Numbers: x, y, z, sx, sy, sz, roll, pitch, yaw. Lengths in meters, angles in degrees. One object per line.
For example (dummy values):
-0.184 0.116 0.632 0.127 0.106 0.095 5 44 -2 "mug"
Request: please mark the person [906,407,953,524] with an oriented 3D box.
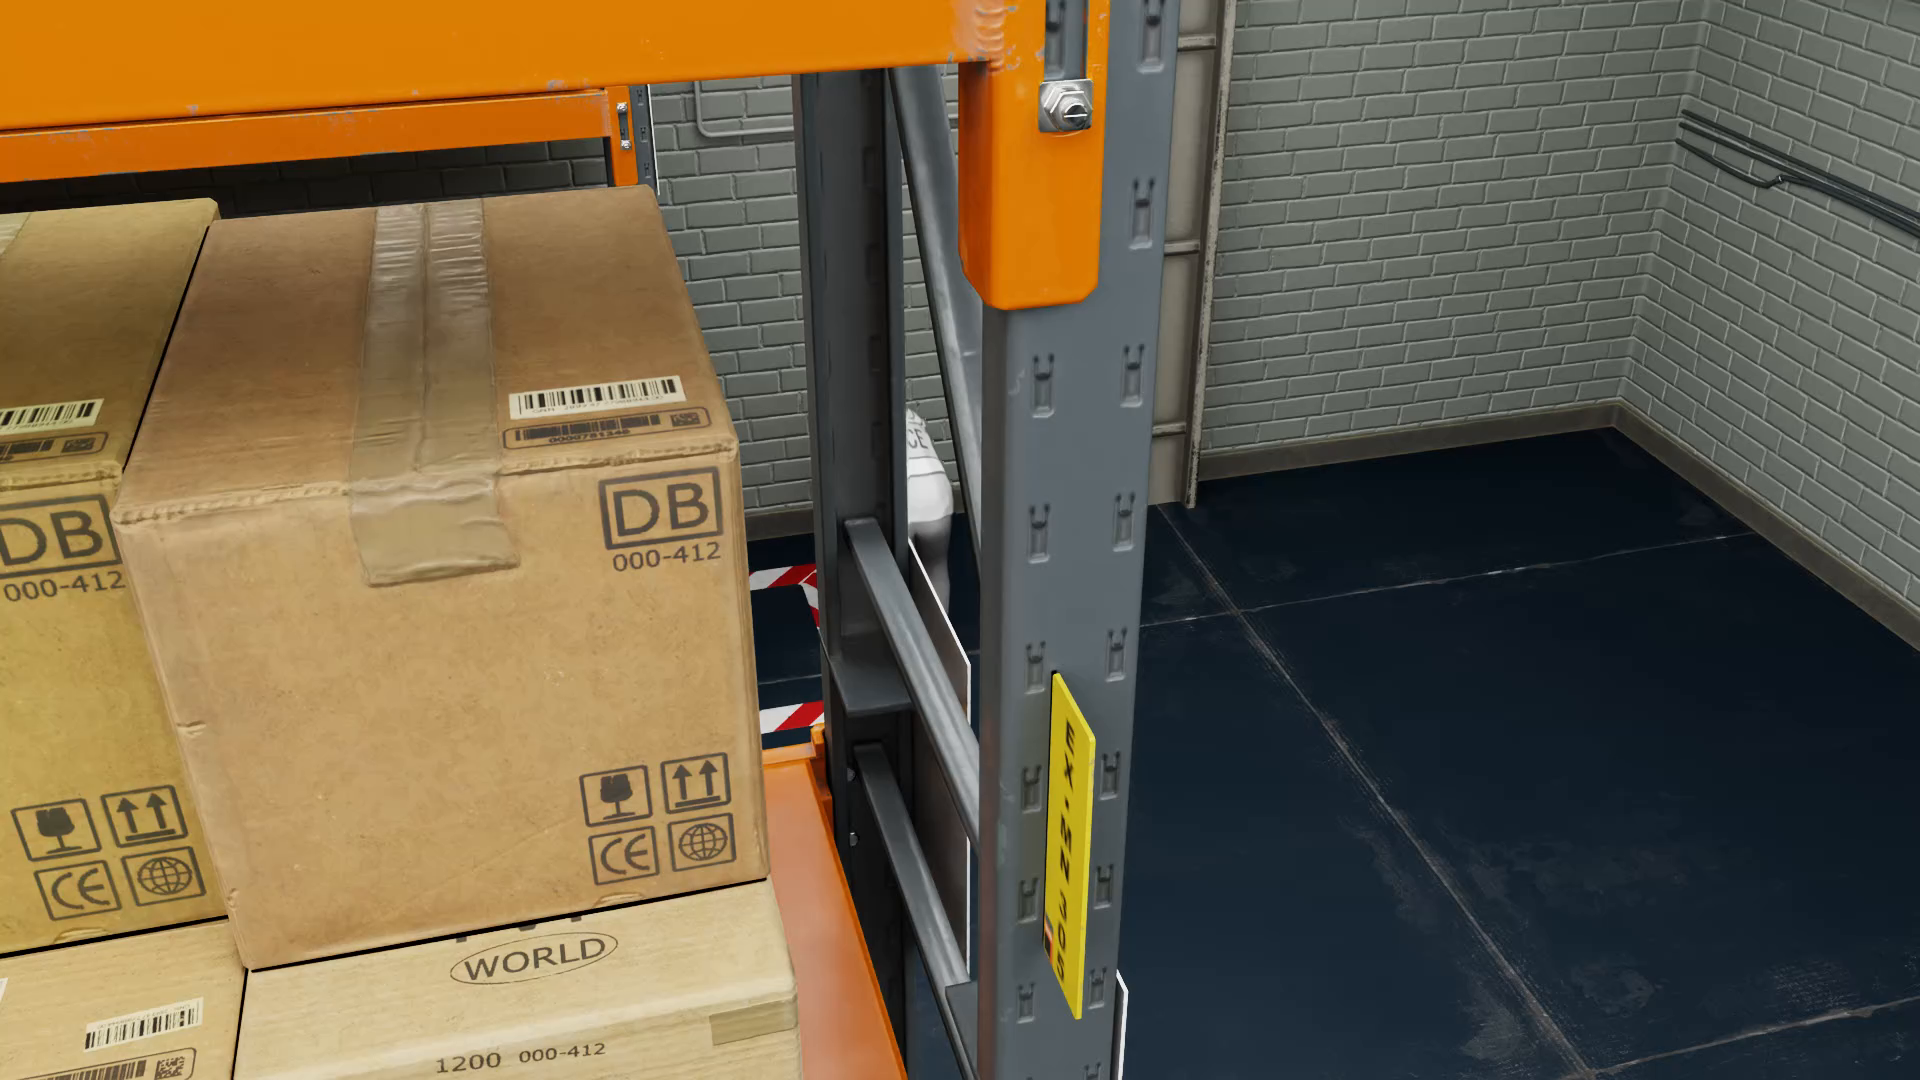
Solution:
-0.303 -0.251 7.591 0.411 0.802 0.844 -9 32 -15 "person"
